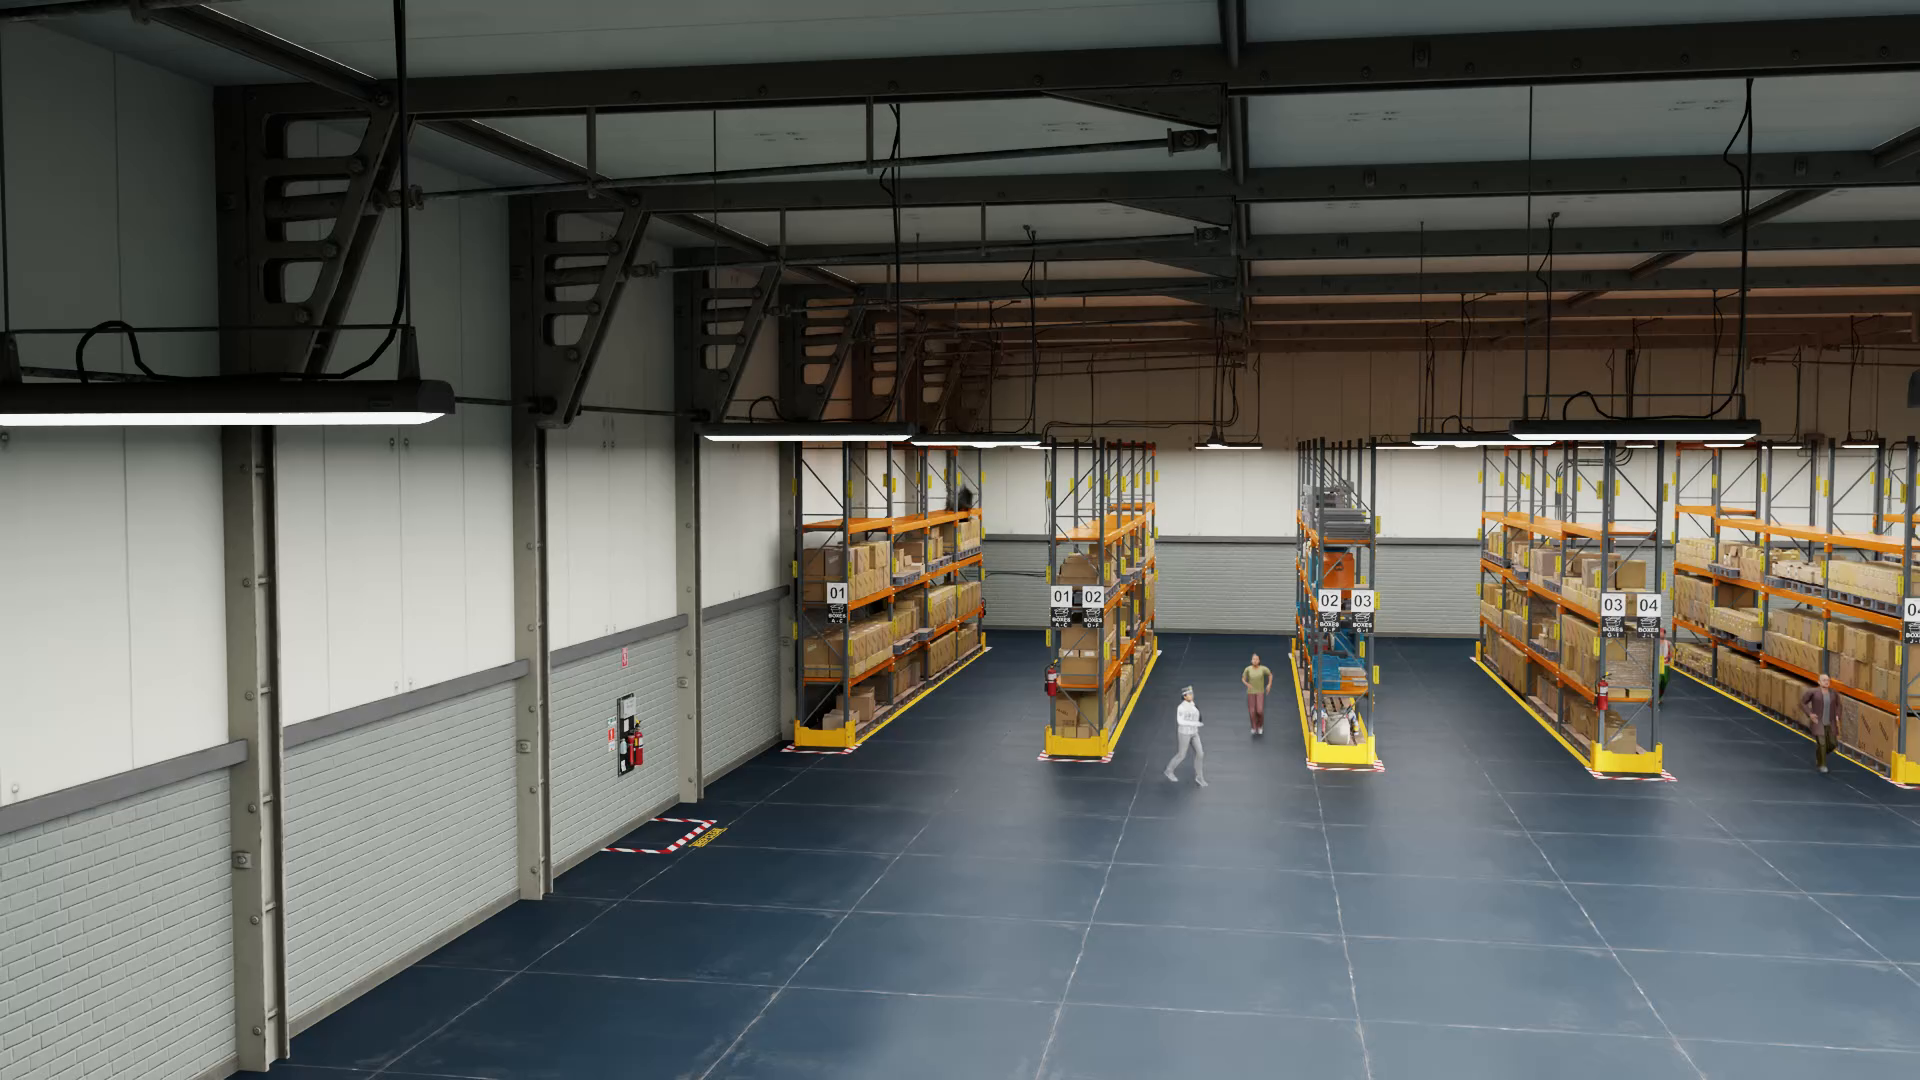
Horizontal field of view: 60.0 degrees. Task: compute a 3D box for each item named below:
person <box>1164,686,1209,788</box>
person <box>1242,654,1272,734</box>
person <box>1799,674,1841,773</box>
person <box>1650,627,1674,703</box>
[{"bbox_3d":[3.894,3.366,28.578,0.827,1.743,0.616,3,4,42],"label":"person"},{"bbox_3d":[5.998,3.115,33.629,0.600,1.645,0.612,1,3,13],"label":"person"},{"bbox_3d":[15.434,3.270,29.824,0.734,1.744,0.643,0,3,6],"label":"person"},{"bbox_3d":[15.914,2.853,37.746,0.651,1.743,0.585,0,3,-1],"label":"person"}]
